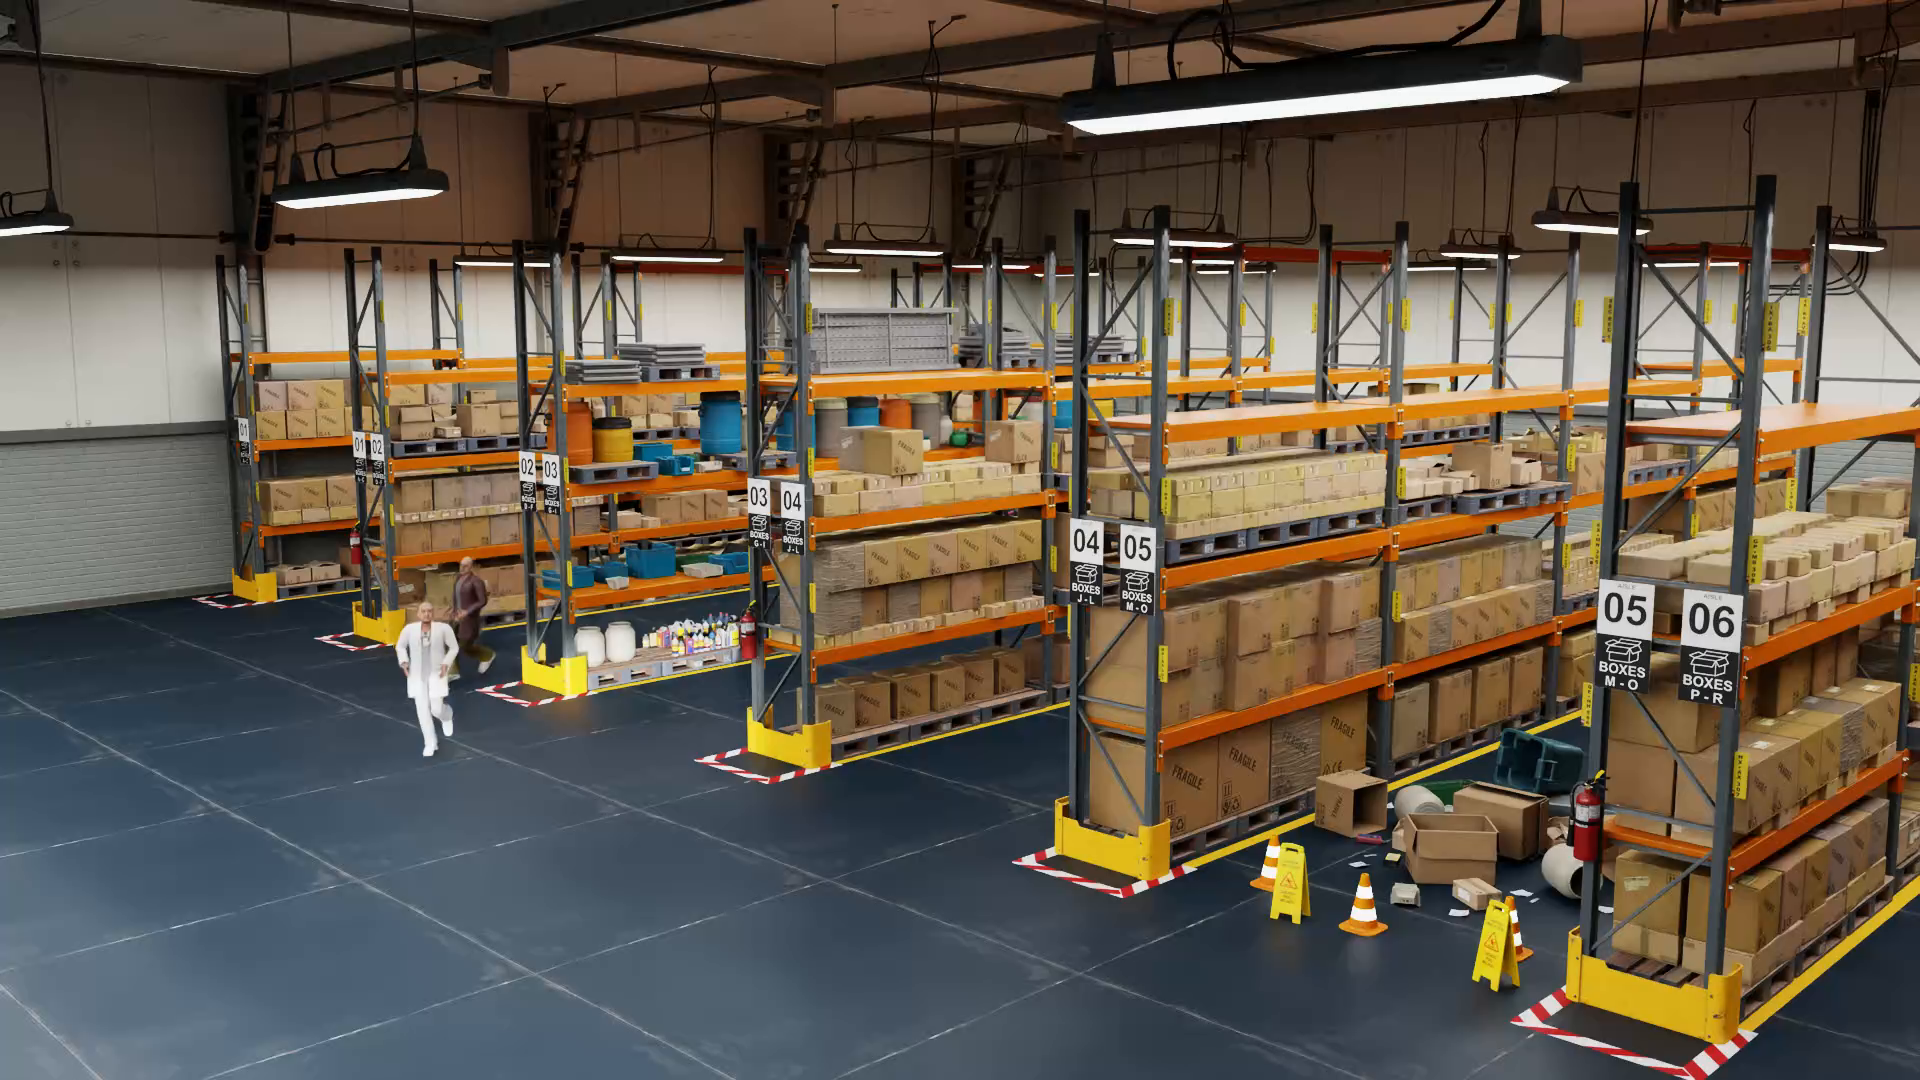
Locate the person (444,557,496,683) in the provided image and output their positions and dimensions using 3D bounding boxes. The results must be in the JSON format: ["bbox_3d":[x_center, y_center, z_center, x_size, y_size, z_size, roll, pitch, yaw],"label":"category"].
[{"bbox_3d":[-6.732,1.080,22.844,0.742,1.752,0.908,5,10,32],"label":"person"}]

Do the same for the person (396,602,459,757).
[{"bbox_3d":[-6.185,1.580,19.336,0.709,1.755,0.779,-1,8,-10],"label":"person"}]
